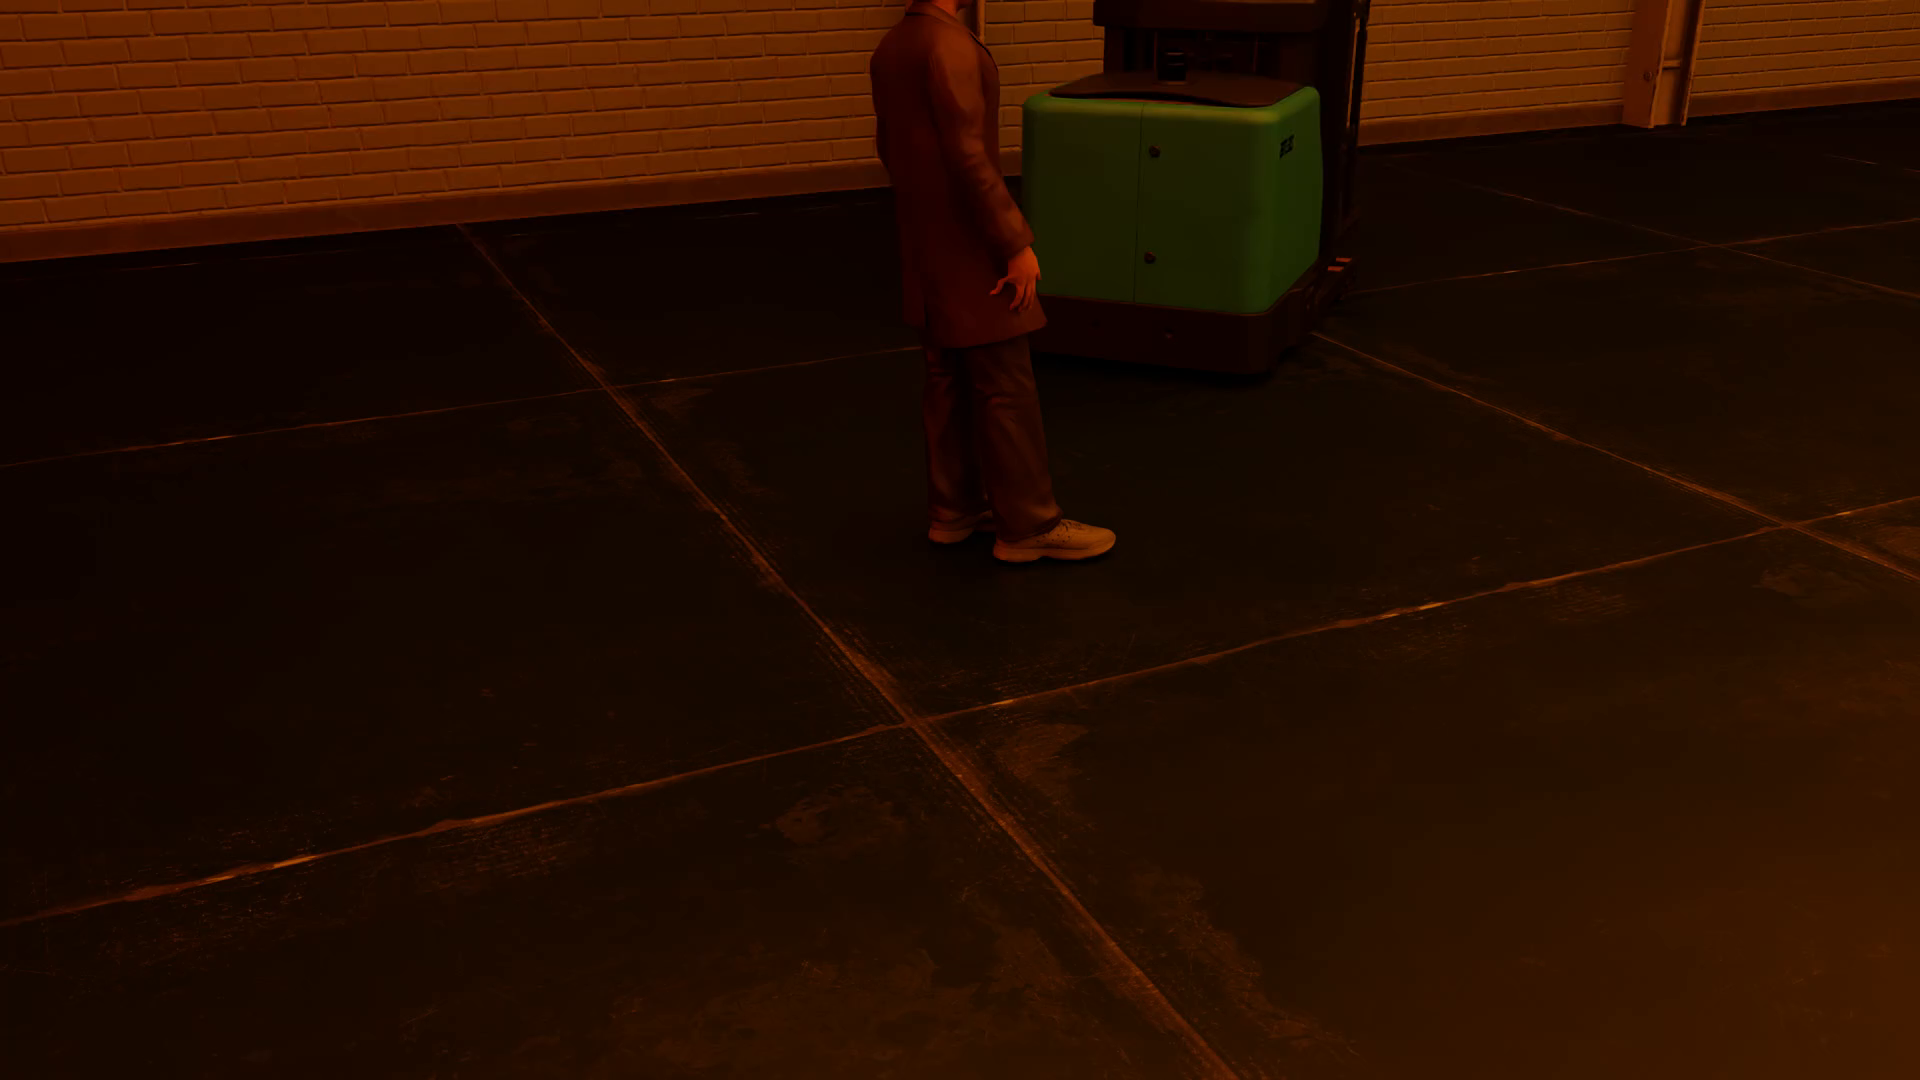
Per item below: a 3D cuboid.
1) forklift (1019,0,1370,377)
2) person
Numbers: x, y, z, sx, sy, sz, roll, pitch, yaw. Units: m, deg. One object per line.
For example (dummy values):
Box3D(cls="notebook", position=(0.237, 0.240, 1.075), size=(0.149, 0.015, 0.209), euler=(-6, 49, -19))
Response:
Box3D(cls="forklift", position=(1.255, -2.520, 7.353), size=(1.130, 2.935, 3.031), euler=(9, 24, 21))
Box3D(cls="person", position=(0.084, -0.751, 4.831), size=(0.582, 1.582, 0.694), euler=(-10, 25, -23))
